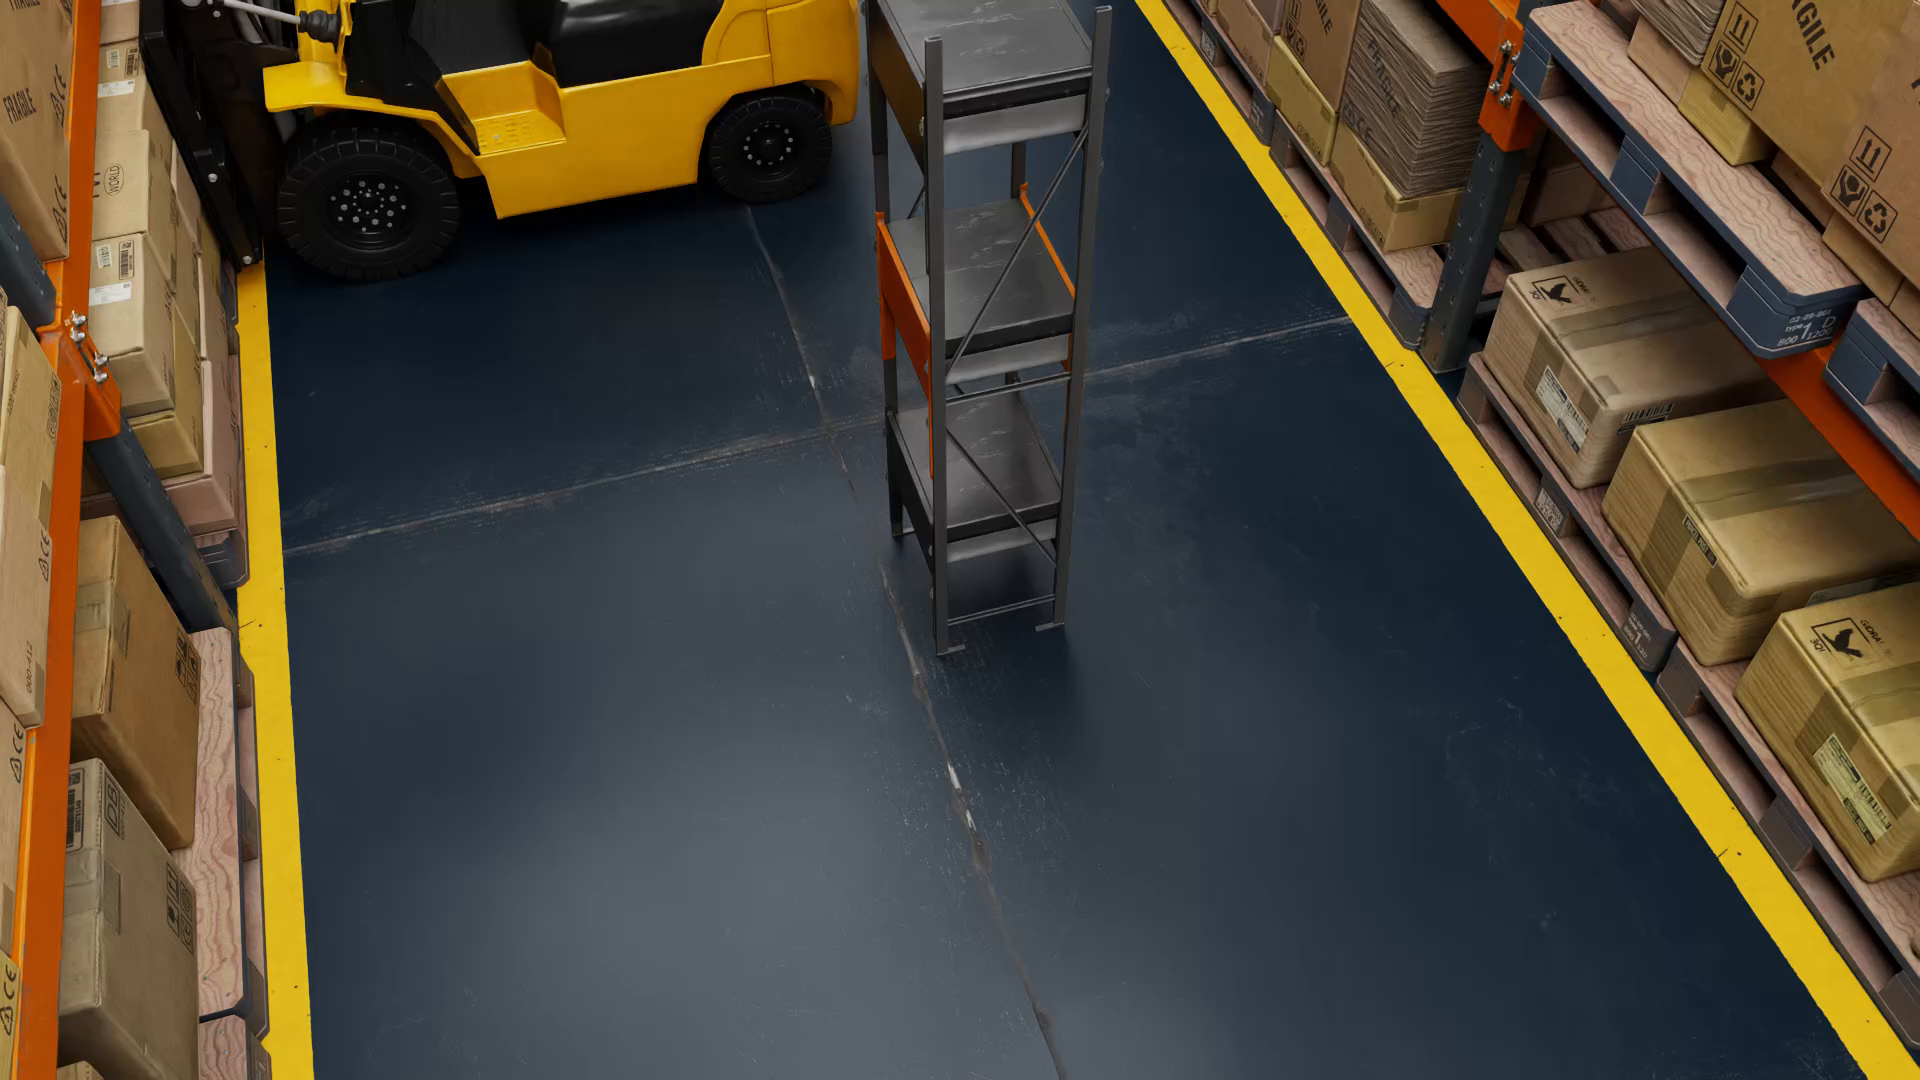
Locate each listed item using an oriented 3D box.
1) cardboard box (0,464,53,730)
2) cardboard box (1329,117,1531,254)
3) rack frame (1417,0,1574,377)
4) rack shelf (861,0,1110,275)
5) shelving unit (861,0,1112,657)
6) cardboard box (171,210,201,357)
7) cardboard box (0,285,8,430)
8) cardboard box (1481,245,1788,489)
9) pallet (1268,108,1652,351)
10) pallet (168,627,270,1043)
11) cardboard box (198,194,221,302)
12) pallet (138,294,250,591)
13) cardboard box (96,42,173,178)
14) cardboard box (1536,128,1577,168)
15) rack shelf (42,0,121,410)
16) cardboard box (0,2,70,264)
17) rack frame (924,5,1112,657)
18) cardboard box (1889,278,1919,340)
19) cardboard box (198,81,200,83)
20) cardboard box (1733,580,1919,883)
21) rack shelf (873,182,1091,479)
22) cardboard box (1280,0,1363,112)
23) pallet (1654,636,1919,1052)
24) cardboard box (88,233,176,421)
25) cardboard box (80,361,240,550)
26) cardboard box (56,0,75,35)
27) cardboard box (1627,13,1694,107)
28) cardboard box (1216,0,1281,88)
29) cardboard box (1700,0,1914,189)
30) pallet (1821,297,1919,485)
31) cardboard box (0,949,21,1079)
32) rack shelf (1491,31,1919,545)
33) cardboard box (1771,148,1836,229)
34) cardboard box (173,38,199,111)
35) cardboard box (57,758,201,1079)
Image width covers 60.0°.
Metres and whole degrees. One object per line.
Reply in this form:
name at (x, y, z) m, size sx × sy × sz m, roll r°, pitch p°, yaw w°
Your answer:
cardboard box at (-2.096, 0.161, 3.251) m, size 0.500 × 0.250 × 0.500 m, roll -14°, pitch 51°, yaw -11°
cardboard box at (1.660, -1.308, 5.914) m, size 0.500 × 0.250 × 0.500 m, roll -11°, pitch 51°, yaw -9°
rack frame at (2.092, -1.687, 4.711) m, size 1.000 × 3.000 × 0.127 m, roll -13°, pitch 51°, yaw -11°
rack shelf at (0.049, -0.998, 3.821) m, size 0.431 × 0.518 × 0.480 m, roll -13°, pitch 51°, yaw -11°
shelving unit at (0.049, -0.556, 4.345) m, size 0.431 × 2.100 × 0.503 m, roll -13°, pitch 51°, yaw -11°
cardboard box at (-2.648, -0.763, 5.128) m, size 0.500 × 0.250 × 0.500 m, roll -14°, pitch 51°, yaw -11°
cardboard box at (-2.259, -0.374, 3.375) m, size 0.500 × 0.250 × 0.500 m, roll -14°, pitch 51°, yaw -12°
cardboard box at (2.249, -0.593, 5.232) m, size 0.950 × 0.372 × 0.625 m, roll -13°, pitch 51°, yaw -11°
pallet at (1.859, -1.271, 6.184) m, size 1.003 × 0.211 × 1.213 m, roll -13°, pitch 51°, yaw -11°
pallet at (-2.394, 0.866, 4.382) m, size 1.003 × 0.211 × 1.213 m, roll -13°, pitch 51°, yaw -11°
cardboard box at (-2.807, -0.979, 5.637) m, size 0.500 × 0.250 × 0.500 m, roll -13°, pitch 51°, yaw -10°
pallet at (-2.844, -0.254, 5.326) m, size 1.003 × 0.211 × 1.213 m, roll -13°, pitch 51°, yaw -11°
cardboard box at (-2.792, -1.295, 5.249) m, size 0.500 × 0.250 × 0.500 m, roll -12°, pitch 51°, yaw -10°
cardboard box at (2.175, -1.670, 5.729) m, size 0.500 × 0.500 × 0.500 m, roll -11°, pitch 51°, yaw -9°
rack shelf at (-3.240, -1.791, 5.269) m, size 1.077 × 0.370 × 4.000 m, roll -13°, pitch 51°, yaw -11°
cardboard box at (-2.531, -0.978, 4.047) m, size 0.500 × 0.500 × 0.500 m, roll -15°, pitch 51°, yaw -12°
rack frame at (0.121, -0.378, 4.195) m, size 0.400 × 2.100 × 0.015 m, roll -13°, pitch 51°, yaw -11°
cardboard box at (2.283, -0.514, 3.611) m, size 0.380 × 0.149 × 0.250 m, roll -13°, pitch 51°, yaw -11°
cardboard box at (-3.114, -1.728, 6.269) m, size 0.500 × 0.250 × 0.500 m, roll -13°, pitch 51°, yaw -11°
cardboard box at (2.672, 0.438, 4.363) m, size 0.950 × 0.372 × 0.625 m, roll -12°, pitch 51°, yaw -10°
rack shelf at (0.049, -0.547, 4.356) m, size 0.431 × 0.518 × 0.480 m, roll -13°, pitch 51°, yaw -11°
cardboard box at (1.508, -1.921, 5.941) m, size 0.500 × 0.500 × 0.500 m, roll -12°, pitch 51°, yaw -10°
pallet at (2.688, 0.672, 4.545) m, size 1.003 × 0.211 × 1.213 m, roll -13°, pitch 51°, yaw -11°
cardboard box at (-2.492, -0.558, 4.628) m, size 0.500 × 0.250 × 0.500 m, roll -14°, pitch 51°, yaw -12°
cardboard box at (-2.476, -0.240, 5.014) m, size 0.500 × 0.250 × 0.500 m, roll -13°, pitch 51°, yaw -11°
cardboard box at (-2.851, -1.724, 4.676) m, size 0.500 × 0.500 × 0.500 m, roll -14°, pitch 51°, yaw -11°
cardboard box at (1.953, -1.267, 4.246) m, size 0.380 × 0.149 × 0.250 m, roll -13°, pitch 51°, yaw -10°
cardboard box at (1.347, -2.067, 6.554) m, size 0.500 × 0.250 × 0.500 m, roll -13°, pitch 51°, yaw -10°
cardboard box at (2.105, -1.178, 3.747) m, size 0.500 × 0.500 × 0.500 m, roll -13°, pitch 51°, yaw -11°
pallet at (2.650, -0.141, 3.532) m, size 1.003 × 0.211 × 1.213 m, roll -13°, pitch 51°, yaw -11°
cardboard box at (-1.818, 0.906, 2.623) m, size 0.500 × 0.250 × 0.500 m, roll -12°, pitch 51°, yaw -10°
rack shelf at (2.683, 0.005, 3.754) m, size 1.077 × 0.370 × 4.000 m, roll -13°, pitch 51°, yaw -11°
cardboard box at (2.176, -0.893, 3.930) m, size 0.380 × 0.149 × 0.250 m, roll -10°, pitch 51°, yaw -9°
cardboard box at (-2.934, -1.502, 5.751) m, size 0.500 × 0.250 × 0.500 m, roll -13°, pitch 51°, yaw -11°
cardboard box at (-2.262, 1.015, 3.711) m, size 0.875 × 0.625 × 0.625 m, roll -14°, pitch 51°, yaw -11°
